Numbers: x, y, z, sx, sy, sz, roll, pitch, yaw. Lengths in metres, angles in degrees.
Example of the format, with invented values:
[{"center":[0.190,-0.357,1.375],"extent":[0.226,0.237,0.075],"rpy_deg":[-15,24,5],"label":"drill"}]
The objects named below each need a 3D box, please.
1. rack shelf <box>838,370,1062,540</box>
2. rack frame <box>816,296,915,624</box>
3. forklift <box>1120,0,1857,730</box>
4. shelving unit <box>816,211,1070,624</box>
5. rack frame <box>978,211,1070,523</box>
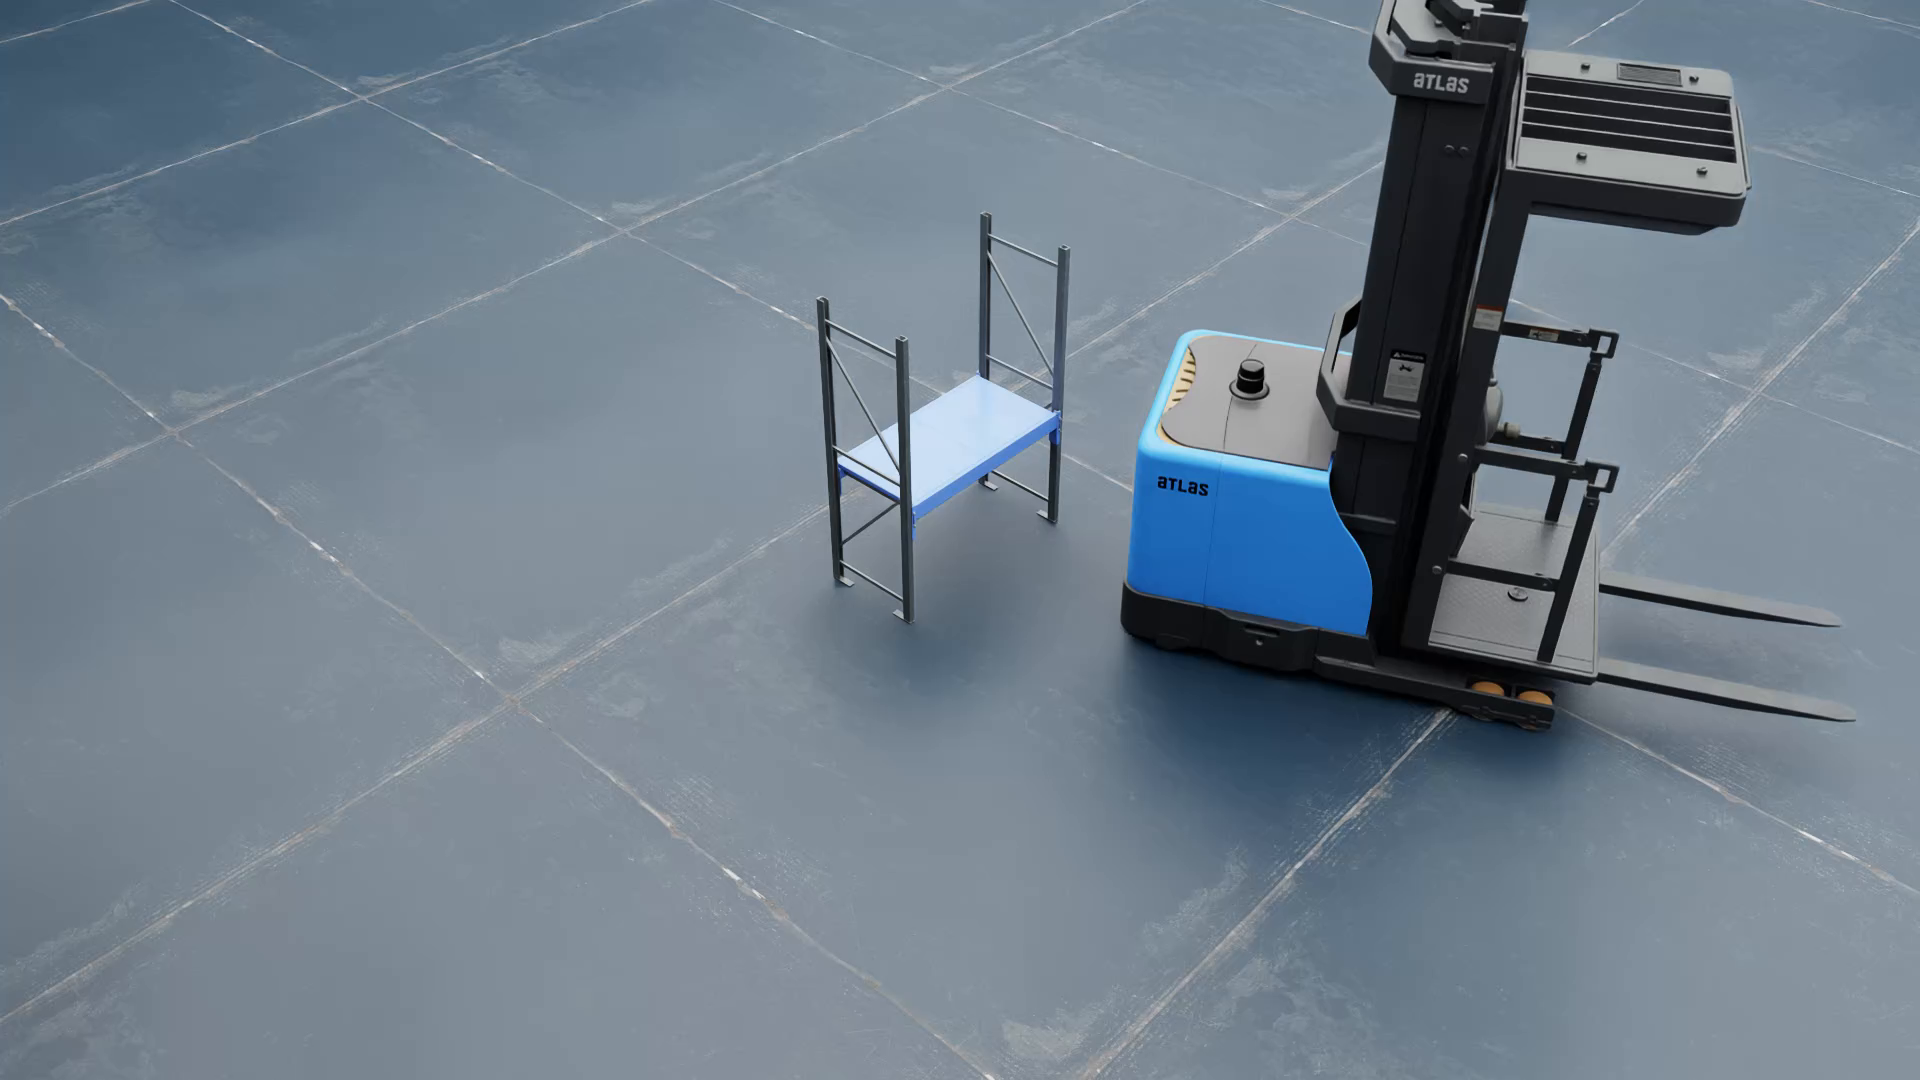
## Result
[{"center":[-0.058,-0.407,7.629],"extent":[0.538,0.185,1.000],"rpy_deg":[30,47,32],"label":"rack shelf"},{"center":[-0.400,-0.314,7.224],"extent":[0.500,1.500,0.032],"rpy_deg":[30,47,32],"label":"rack frame"},{"center":[2.295,-0.717,6.580],"extent":[3.031,2.935,1.130],"rpy_deg":[11,40,13],"label":"forklift"},{"center":[-0.058,-0.548,7.517],"extent":[0.538,1.500,1.048],"rpy_deg":[30,47,32],"label":"shelving unit"},{"center":[0.285,-0.781,7.811],"extent":[0.500,1.500,0.032],"rpy_deg":[30,47,32],"label":"rack frame"}]
